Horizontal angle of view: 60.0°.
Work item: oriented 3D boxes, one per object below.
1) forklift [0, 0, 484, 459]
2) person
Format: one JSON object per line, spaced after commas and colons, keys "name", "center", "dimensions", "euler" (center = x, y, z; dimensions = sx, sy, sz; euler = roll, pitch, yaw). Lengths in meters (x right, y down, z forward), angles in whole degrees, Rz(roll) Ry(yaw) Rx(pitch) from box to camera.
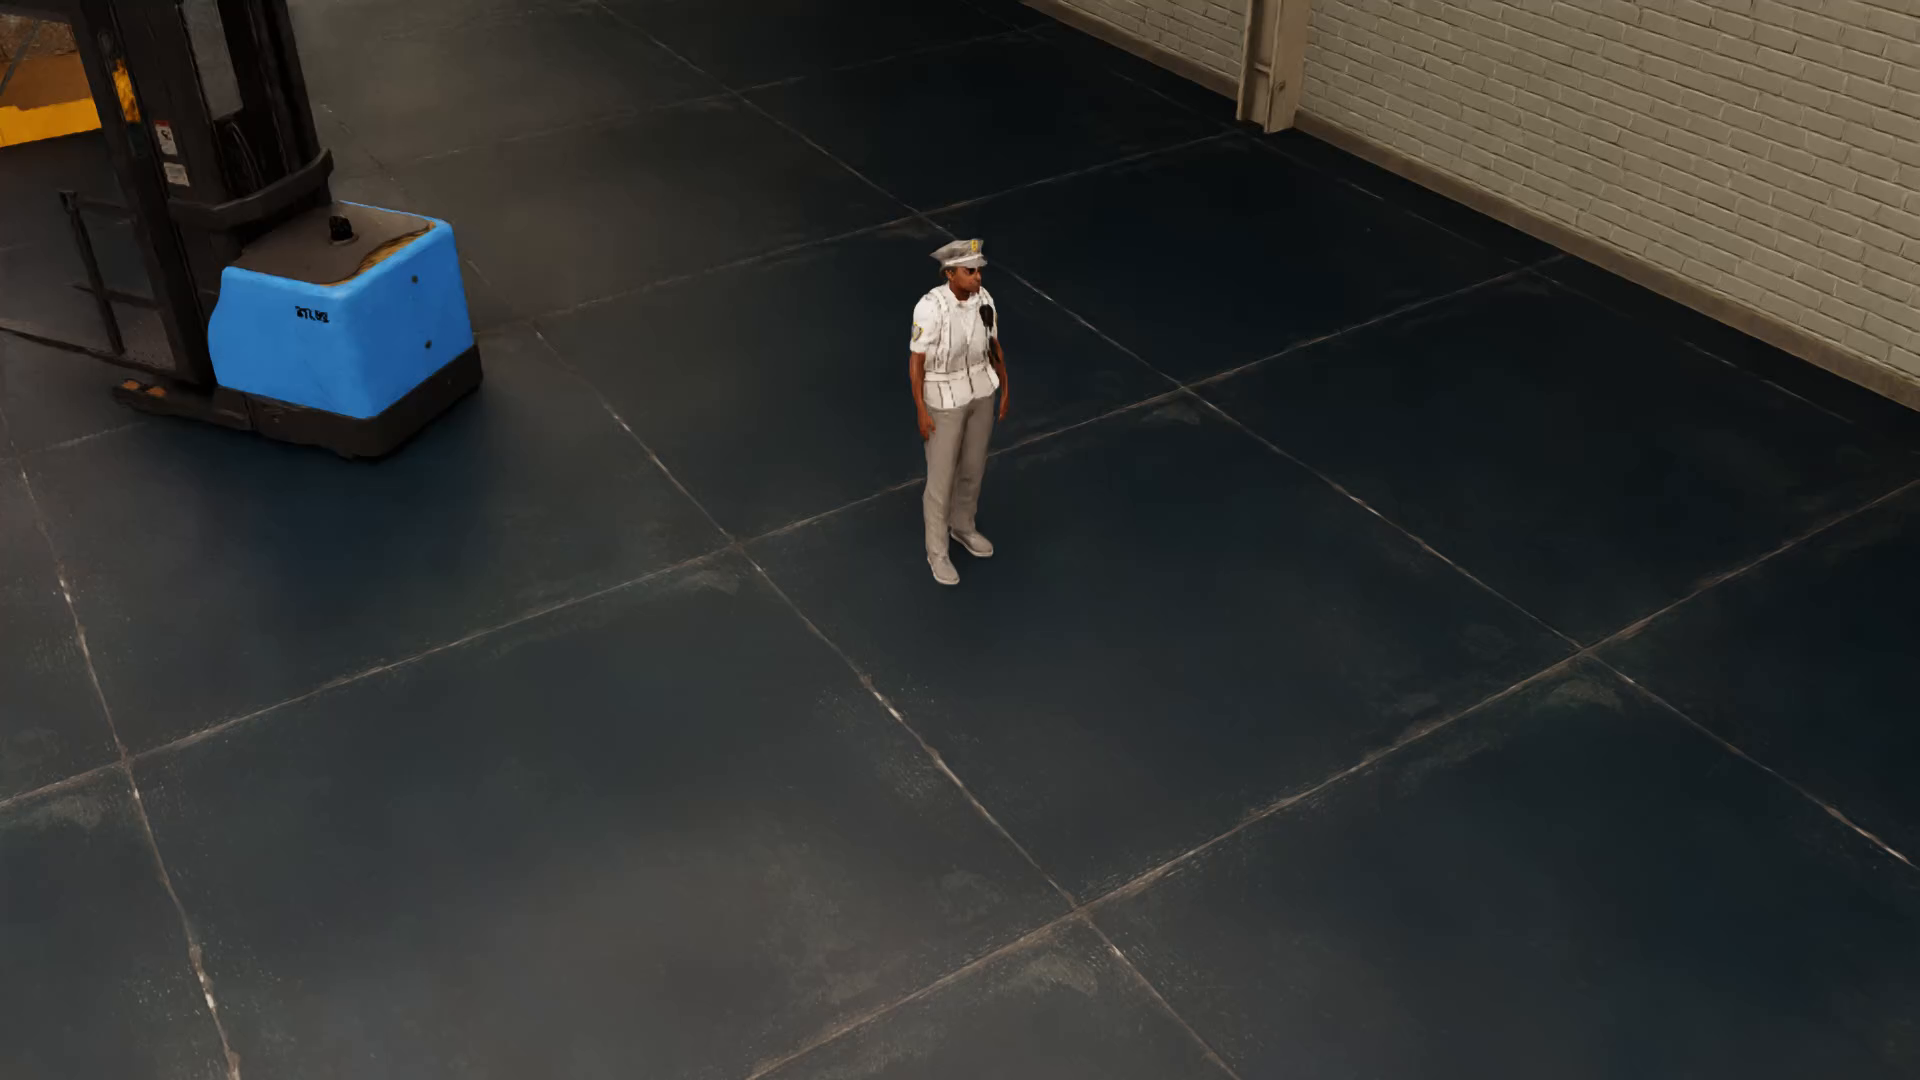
{"name": "forklift", "center": [-4.422, -2.192, 9.268], "dimensions": [3.031, 2.935, 1.130], "euler": [13, 37, 18]}
{"name": "person", "center": [0.025, -0.657, 8.146], "dimensions": [0.570, 1.693, 0.529], "euler": [-21, 40, -27]}
